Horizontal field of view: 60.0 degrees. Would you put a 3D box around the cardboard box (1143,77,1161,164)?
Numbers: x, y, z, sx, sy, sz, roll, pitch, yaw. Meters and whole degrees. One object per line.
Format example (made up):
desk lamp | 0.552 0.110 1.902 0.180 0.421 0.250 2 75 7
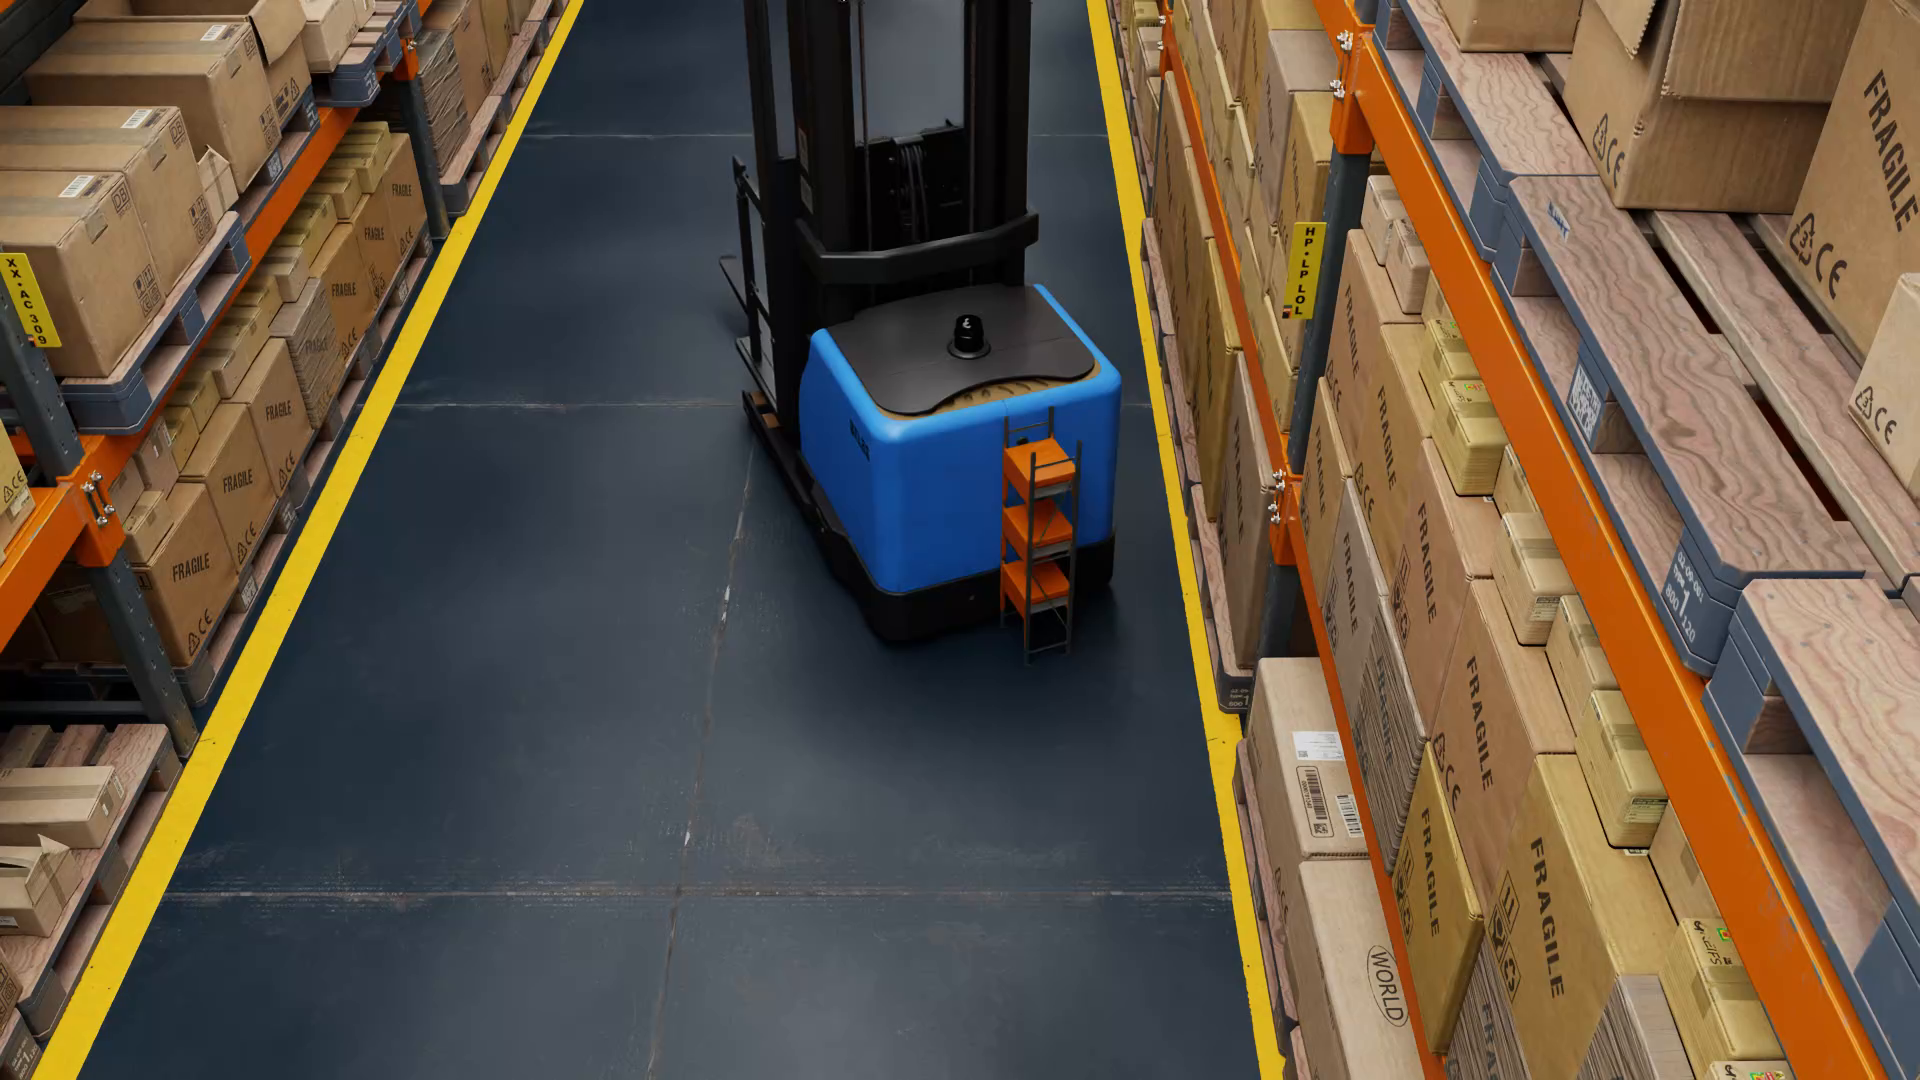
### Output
cardboard box | 1.583 -2.385 9.592 0.950 0.372 0.625 -2 39 -3

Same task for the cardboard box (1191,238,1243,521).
cardboard box | 1.489 -0.679 7.061 0.875 0.875 0.875 1 39 1

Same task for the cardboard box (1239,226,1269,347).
cardboard box | 1.326 -0.932 6.134 0.500 0.250 0.500 -1 39 -1

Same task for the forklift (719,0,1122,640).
forklift | -0.385 -1.667 6.986 1.130 2.935 3.031 -14 41 -17

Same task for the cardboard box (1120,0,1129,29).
cardboard box | 1.576 -3.755 11.303 0.950 0.372 0.625 2 39 3

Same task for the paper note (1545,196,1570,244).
paper note | 0.998 -0.539 2.786 0.006 0.032 0.123 0 39 0

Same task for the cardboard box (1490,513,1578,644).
cardboard box | 1.302 0.076 3.358 0.380 0.149 0.250 0 39 0

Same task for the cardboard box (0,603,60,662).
cardboard box | -3.682 0.119 6.366 0.500 0.500 0.500 0 39 0

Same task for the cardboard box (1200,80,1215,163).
cardboard box | 1.336 -1.879 7.316 0.500 0.250 0.500 1 39 1

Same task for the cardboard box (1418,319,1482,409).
cardboard box | 1.317 -0.400 3.953 0.380 0.149 0.250 0 39 0

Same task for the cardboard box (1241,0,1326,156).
cardboard box | 1.338 -1.740 6.144 0.500 0.500 0.500 1 39 1

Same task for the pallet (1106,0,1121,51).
pallet | 1.571 -3.819 11.847 1.003 0.211 1.213 0 39 0

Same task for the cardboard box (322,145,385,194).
cardboard box | -3.105 -1.849 8.303 0.380 0.149 0.250 -2 39 -2

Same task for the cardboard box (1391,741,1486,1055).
cardboard box | 1.308 0.811 3.759 0.500 0.500 0.500 1 39 1

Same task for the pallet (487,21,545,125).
pallet | -3.351 -3.075 10.918 1.003 0.211 1.213 0 39 0

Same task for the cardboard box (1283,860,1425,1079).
cardboard box | 1.473 1.397 4.821 0.875 0.438 0.875 -1 39 -1

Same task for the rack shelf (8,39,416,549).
rack shelf | -3.388 -1.355 7.118 1.077 0.370 4.000 0 39 0

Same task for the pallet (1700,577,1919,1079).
pallet | 1.571 0.510 1.887 1.003 0.211 1.213 0 39 0

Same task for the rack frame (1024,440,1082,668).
rack frame | 0.348 0.074 6.318 0.200 1.050 0.008 -14 41 -17

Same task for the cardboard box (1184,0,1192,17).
cardboard box | 1.327 -2.712 7.956 0.500 0.250 0.500 0 39 0

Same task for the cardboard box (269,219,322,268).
cardboard box | -3.193 -1.363 7.697 0.380 0.149 0.250 -1 39 -1

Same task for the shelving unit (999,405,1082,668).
shelving unit | 0.302 0.003 6.407 0.215 1.050 0.252 -14 41 -17

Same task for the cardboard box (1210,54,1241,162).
cardboard box | 1.302 -1.760 6.768 0.500 0.250 0.500 1 39 1

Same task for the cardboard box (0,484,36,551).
cardboard box | -3.133 -0.088 5.162 0.380 0.149 0.250 0 39 1

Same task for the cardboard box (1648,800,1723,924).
cardboard box | 1.385 0.562 2.752 0.380 0.149 0.250 0 39 0

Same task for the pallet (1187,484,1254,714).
pallet | 1.502 0.214 6.814 1.003 0.211 1.213 0 39 0

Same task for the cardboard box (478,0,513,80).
cardboard box | -3.387 -3.344 10.587 0.875 0.625 0.625 -2 39 -2

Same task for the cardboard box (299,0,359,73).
cardboard box | -3.065 -2.333 7.546 0.500 0.250 0.500 -2 39 -2

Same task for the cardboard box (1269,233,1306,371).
cardboard box | 1.335 -0.803 5.574 0.500 0.250 0.500 0 39 0

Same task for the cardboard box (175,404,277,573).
cardboard box | -3.171 -0.210 6.776 0.500 0.500 0.500 -1 39 -1

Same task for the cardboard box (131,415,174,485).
cardboard box | -3.168 -0.330 6.170 0.380 0.149 0.250 -2 39 -2

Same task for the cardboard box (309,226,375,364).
cardboard box | -3.181 -1.171 7.975 0.500 0.500 0.500 2 39 2

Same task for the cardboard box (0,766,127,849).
cardboard box | -3.091 0.911 5.658 0.380 0.149 0.250 -1 39 -1

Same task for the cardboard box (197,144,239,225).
cardboard box | -3.003 -1.366 6.328 0.396 0.266 0.258 2 39 2

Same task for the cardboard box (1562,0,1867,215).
cardboard box | 1.612 -0.962 3.154 0.797 0.503 0.637 3 39 3

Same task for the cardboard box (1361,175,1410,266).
cardboard box | 1.319 -0.876 4.546 0.380 0.149 0.250 -1 39 -1

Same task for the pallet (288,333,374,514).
pallet | -3.429 -0.571 7.793 1.003 0.211 1.213 0 39 0

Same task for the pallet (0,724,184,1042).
pallet | -3.386 1.132 5.668 1.003 0.211 1.213 0 39 0

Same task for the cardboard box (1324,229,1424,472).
cardboard box | 1.337 -0.523 4.624 0.500 0.500 0.500 0 39 0

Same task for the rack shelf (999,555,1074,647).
rack shelf | 0.302 0.228 6.587 0.215 0.259 0.240 -14 41 -17

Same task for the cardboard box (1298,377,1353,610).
cardboard box | 1.317 -0.137 4.942 0.500 0.500 0.500 1 39 1

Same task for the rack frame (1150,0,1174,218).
rack frame | 1.574 -2.893 8.461 1.000 3.000 0.127 0 39 0

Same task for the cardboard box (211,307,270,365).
cardboard box | -3.184 -0.868 7.079 0.380 0.149 0.250 1 39 2

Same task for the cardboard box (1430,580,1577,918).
cardboard box | 1.318 0.429 3.437 0.500 0.500 0.500 0 39 0

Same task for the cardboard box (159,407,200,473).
cardboard box | -3.209 -0.385 6.476 0.380 0.149 0.250 -2 39 -2

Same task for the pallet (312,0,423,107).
pallet | -3.319 -2.388 7.985 1.213 0.211 1.003 0 39 0

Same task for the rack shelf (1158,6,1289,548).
rack shelf | 1.576 -1.361 7.125 1.077 0.370 4.000 0 39 0

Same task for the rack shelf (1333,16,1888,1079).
rack shelf | 1.580 -0.030 3.066 1.077 0.370 4.000 0 39 0
